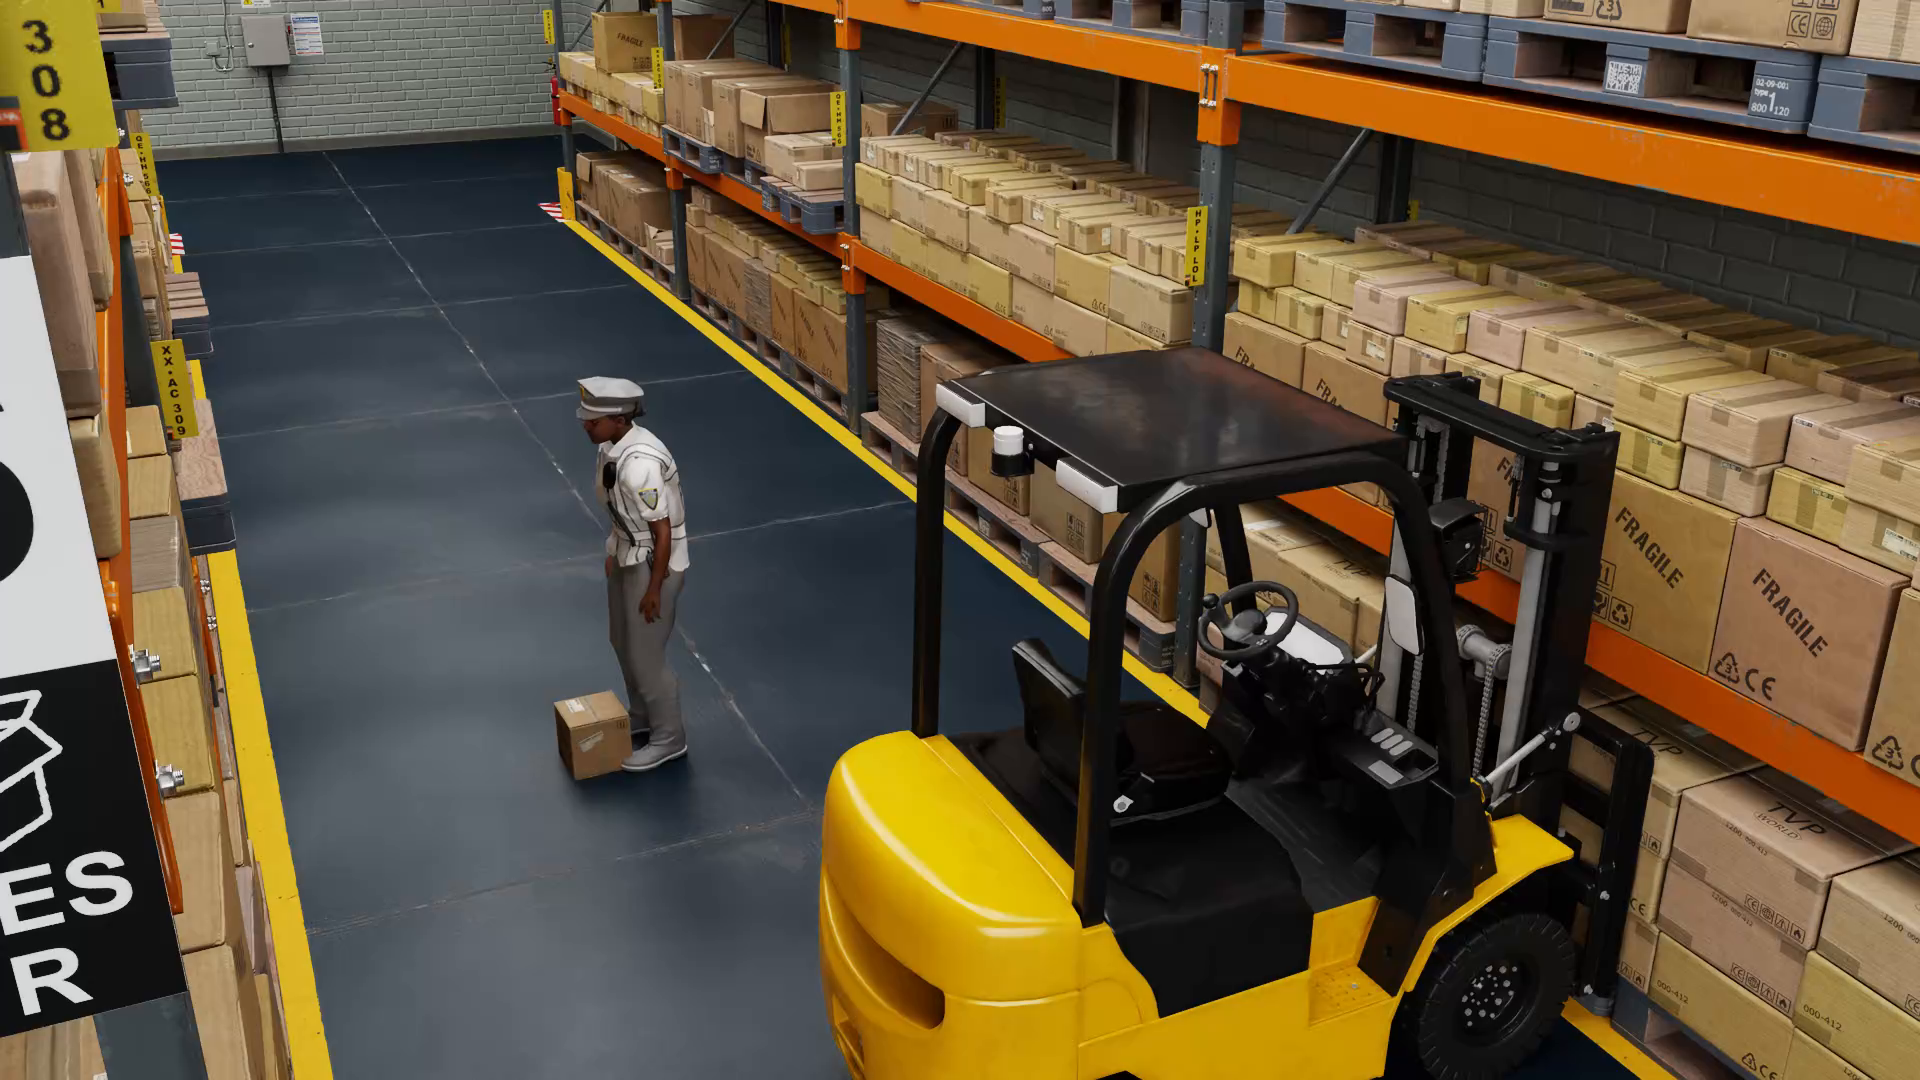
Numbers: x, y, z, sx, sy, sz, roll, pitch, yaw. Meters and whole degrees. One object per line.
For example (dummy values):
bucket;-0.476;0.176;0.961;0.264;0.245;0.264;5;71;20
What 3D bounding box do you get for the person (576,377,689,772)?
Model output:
person;-1.322;0.123;6.790;0.397;1.661;0.531;-12;25;-27
